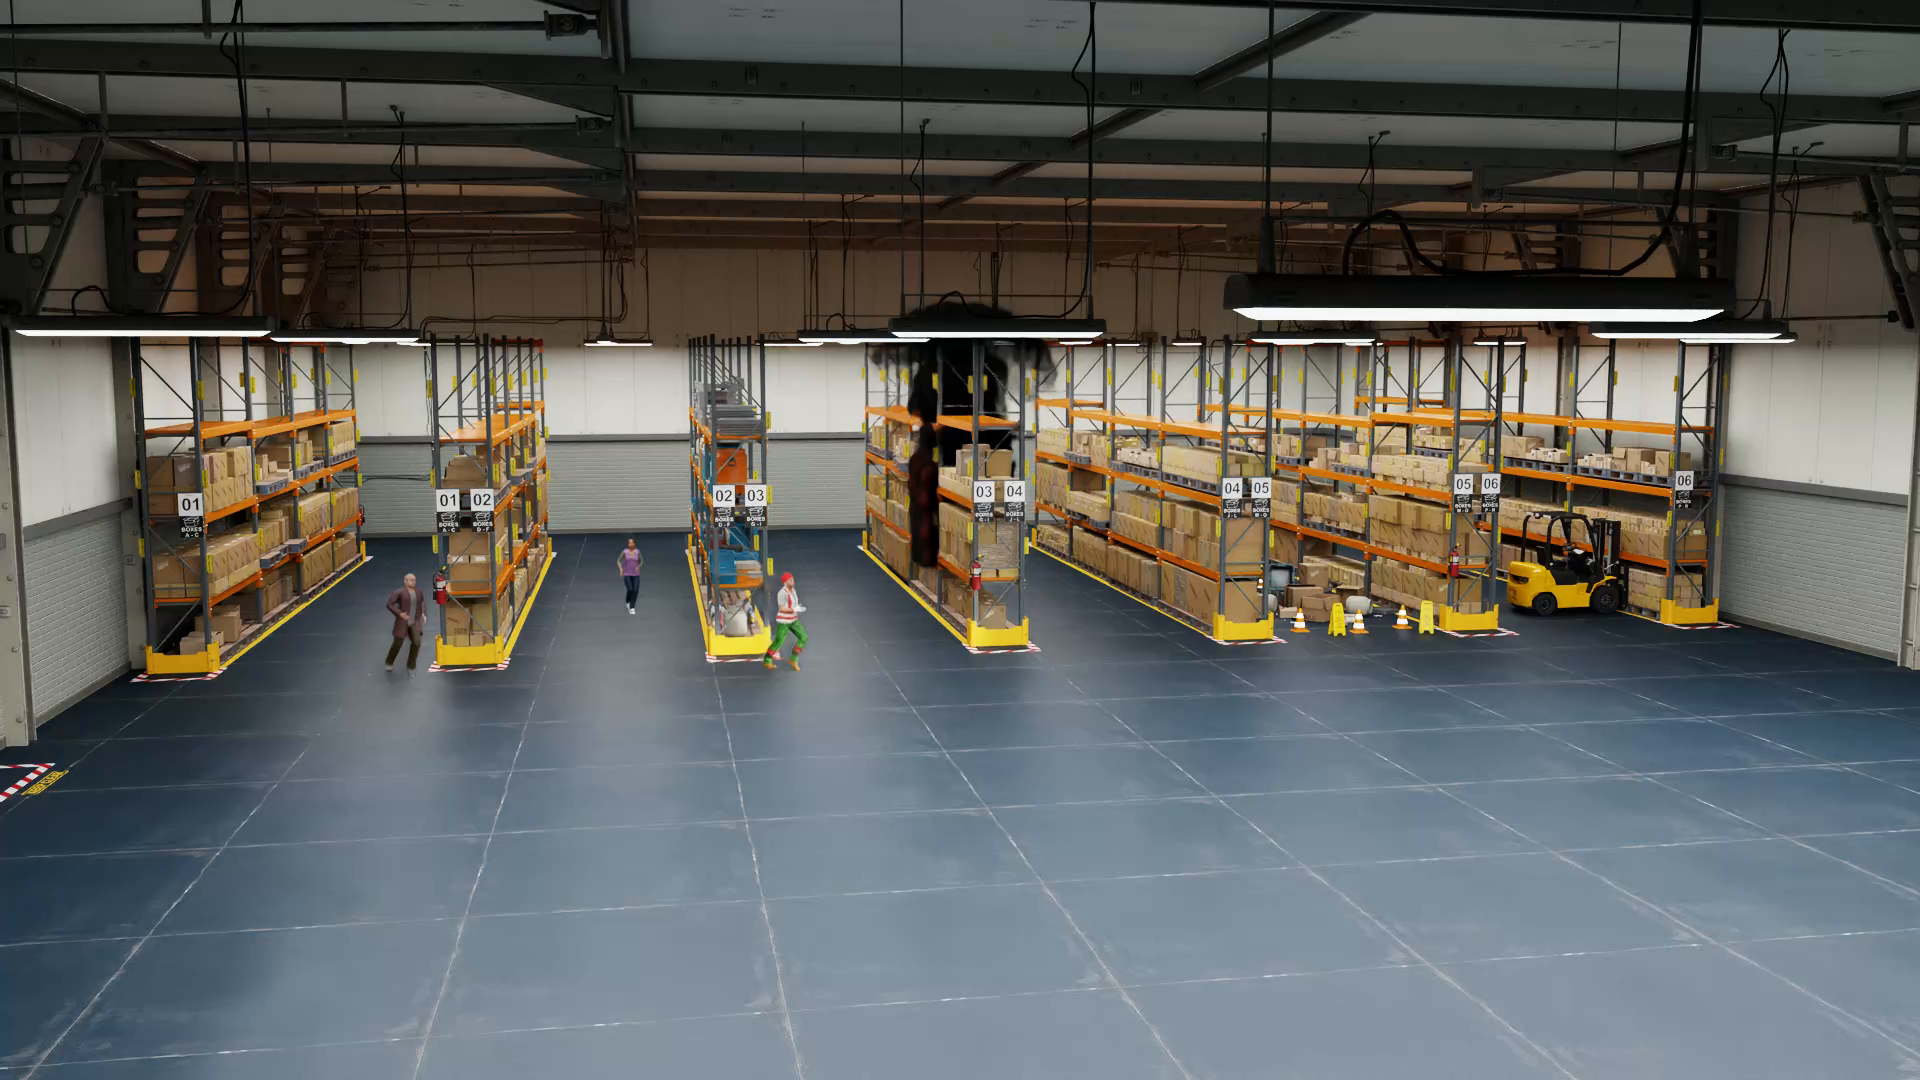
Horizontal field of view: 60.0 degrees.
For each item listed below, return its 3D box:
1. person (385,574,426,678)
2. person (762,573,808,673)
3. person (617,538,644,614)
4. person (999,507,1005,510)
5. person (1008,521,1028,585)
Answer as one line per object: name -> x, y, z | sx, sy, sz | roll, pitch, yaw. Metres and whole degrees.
person -> -9.739, 1.501, 29.370 | 0.767, 1.809, 0.852 | -6, 9, -41
person -> -3.060, 1.460, 29.496 | 0.897, 1.796, 0.673 | 3, 7, 27
person -> -6.748, 0.747, 34.177 | 0.529, 1.574, 0.505 | -3, 7, -21
person -> 1.310, -0.422, 46.436 | 0.608, 1.698, 0.877 | -2, 7, -14
person -> 1.273, 0.113, 39.193 | 0.645, 1.887, 0.650 | -2, 7, -19
